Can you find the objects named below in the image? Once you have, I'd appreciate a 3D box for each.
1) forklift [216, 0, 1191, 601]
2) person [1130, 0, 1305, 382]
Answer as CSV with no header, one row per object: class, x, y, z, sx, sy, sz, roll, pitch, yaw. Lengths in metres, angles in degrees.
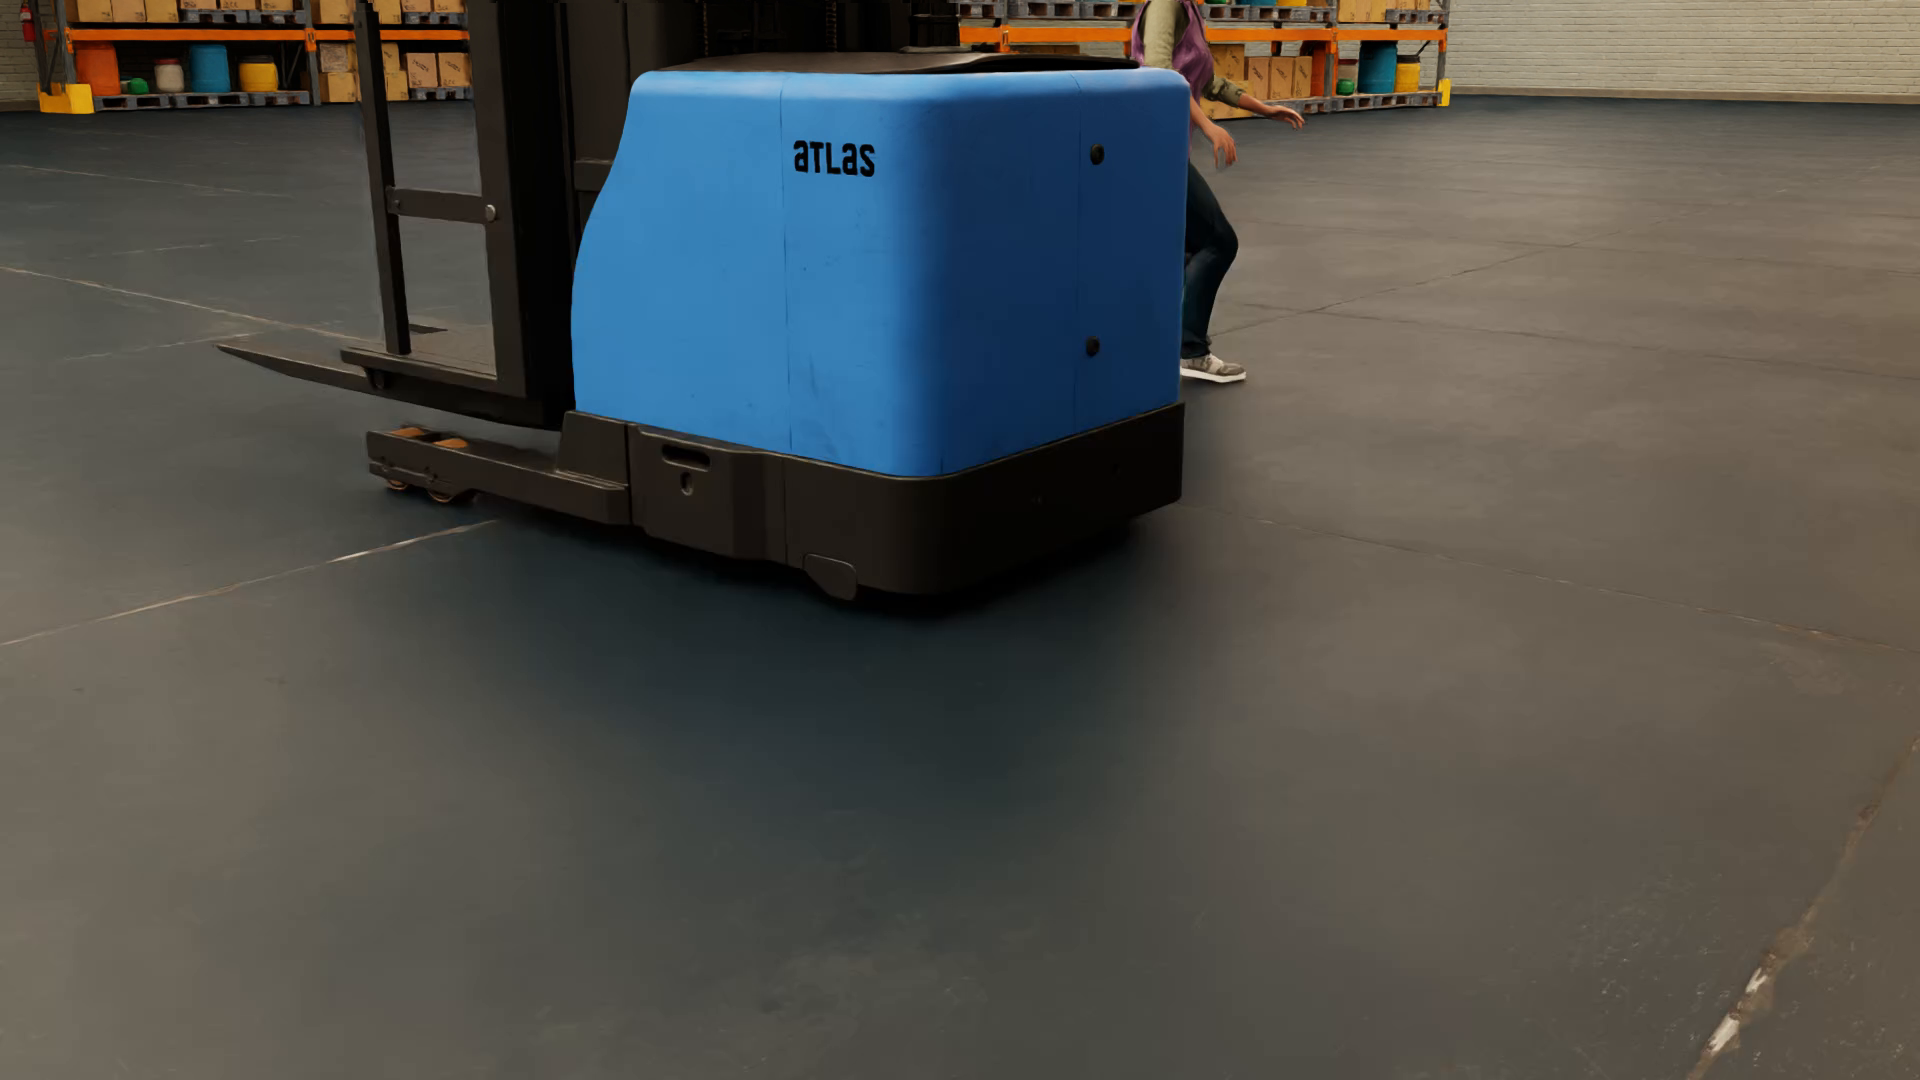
forklift,-0.930,-1.603,4.177,3.031,2.935,1.130,13,21,36
person,0.814,-1.262,5.540,0.706,1.496,0.711,1,17,3
